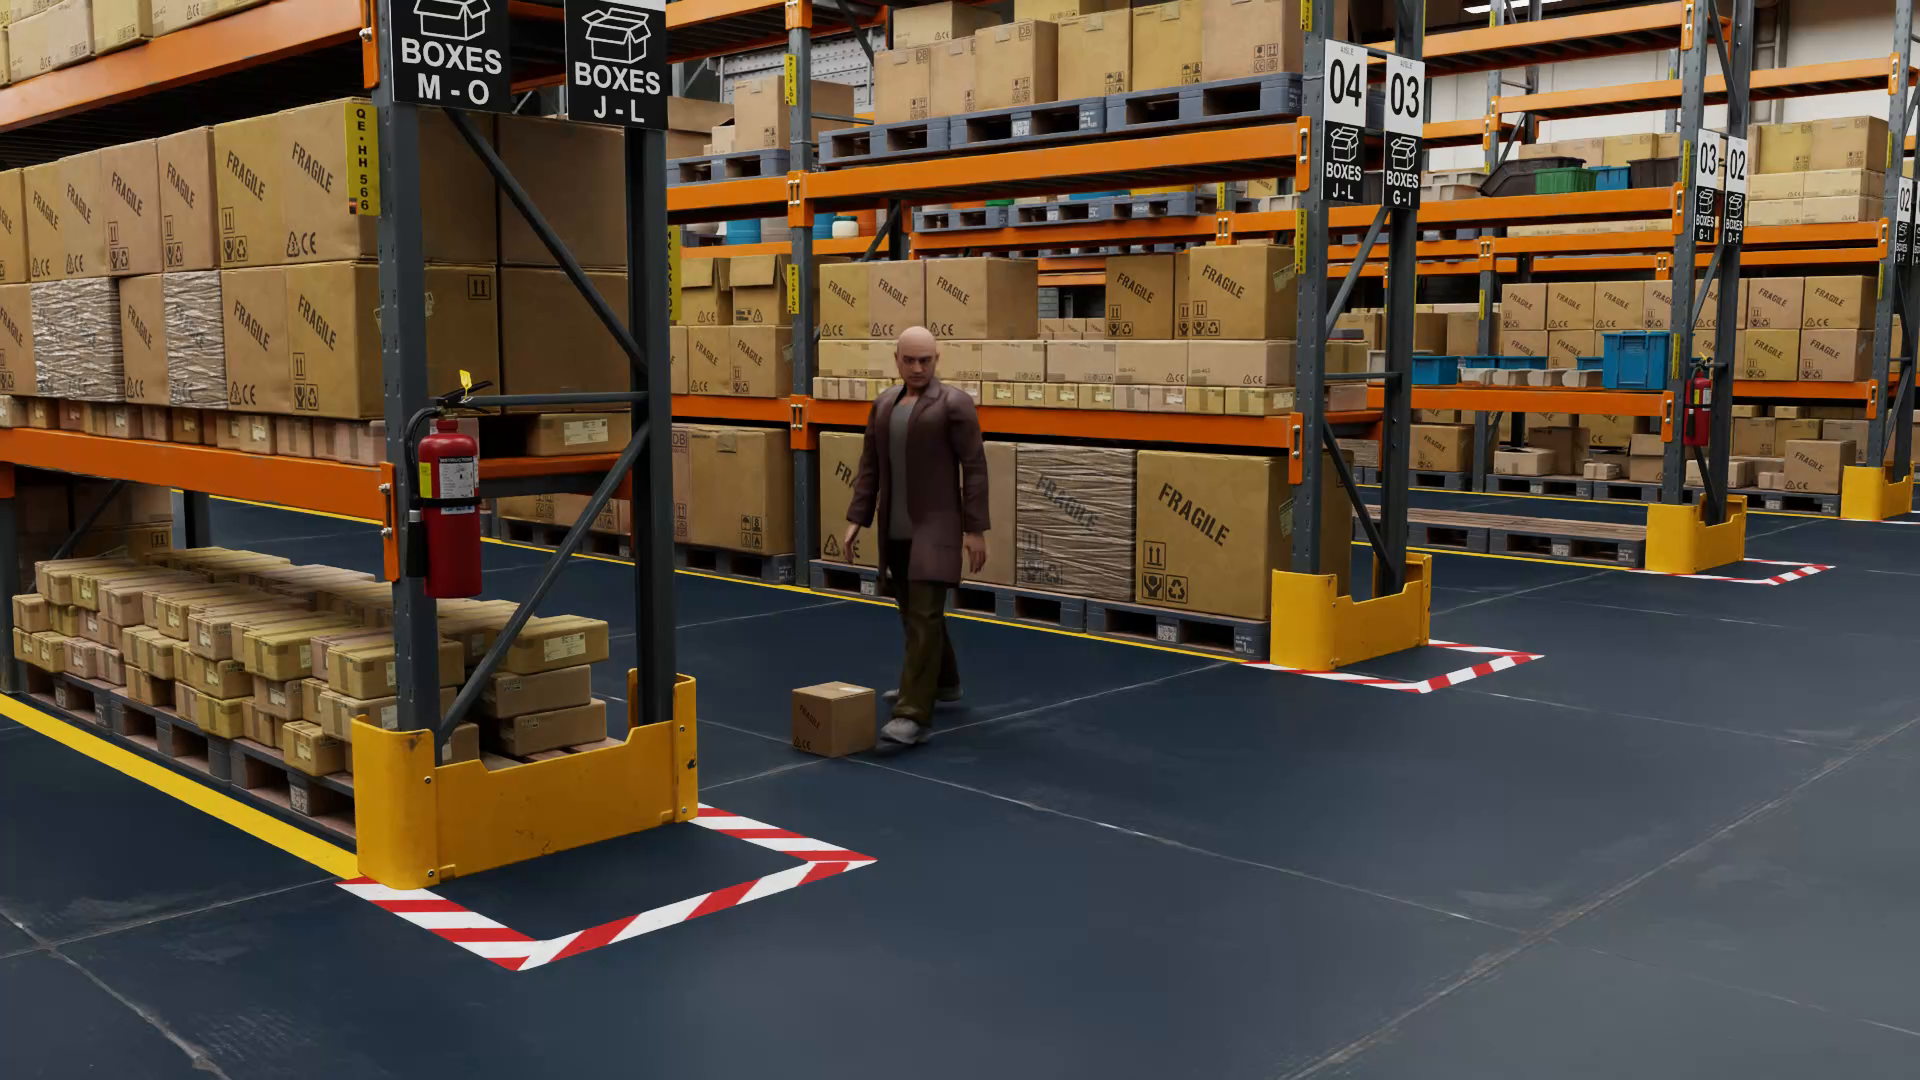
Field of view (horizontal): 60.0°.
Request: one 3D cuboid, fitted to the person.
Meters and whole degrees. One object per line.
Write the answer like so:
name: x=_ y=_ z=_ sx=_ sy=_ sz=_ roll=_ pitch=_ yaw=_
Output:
person: x=-0.213 y=-0.040 z=7.228 sx=0.697 sy=1.761 sz=0.901 roll=6 pitch=9 yaw=42
